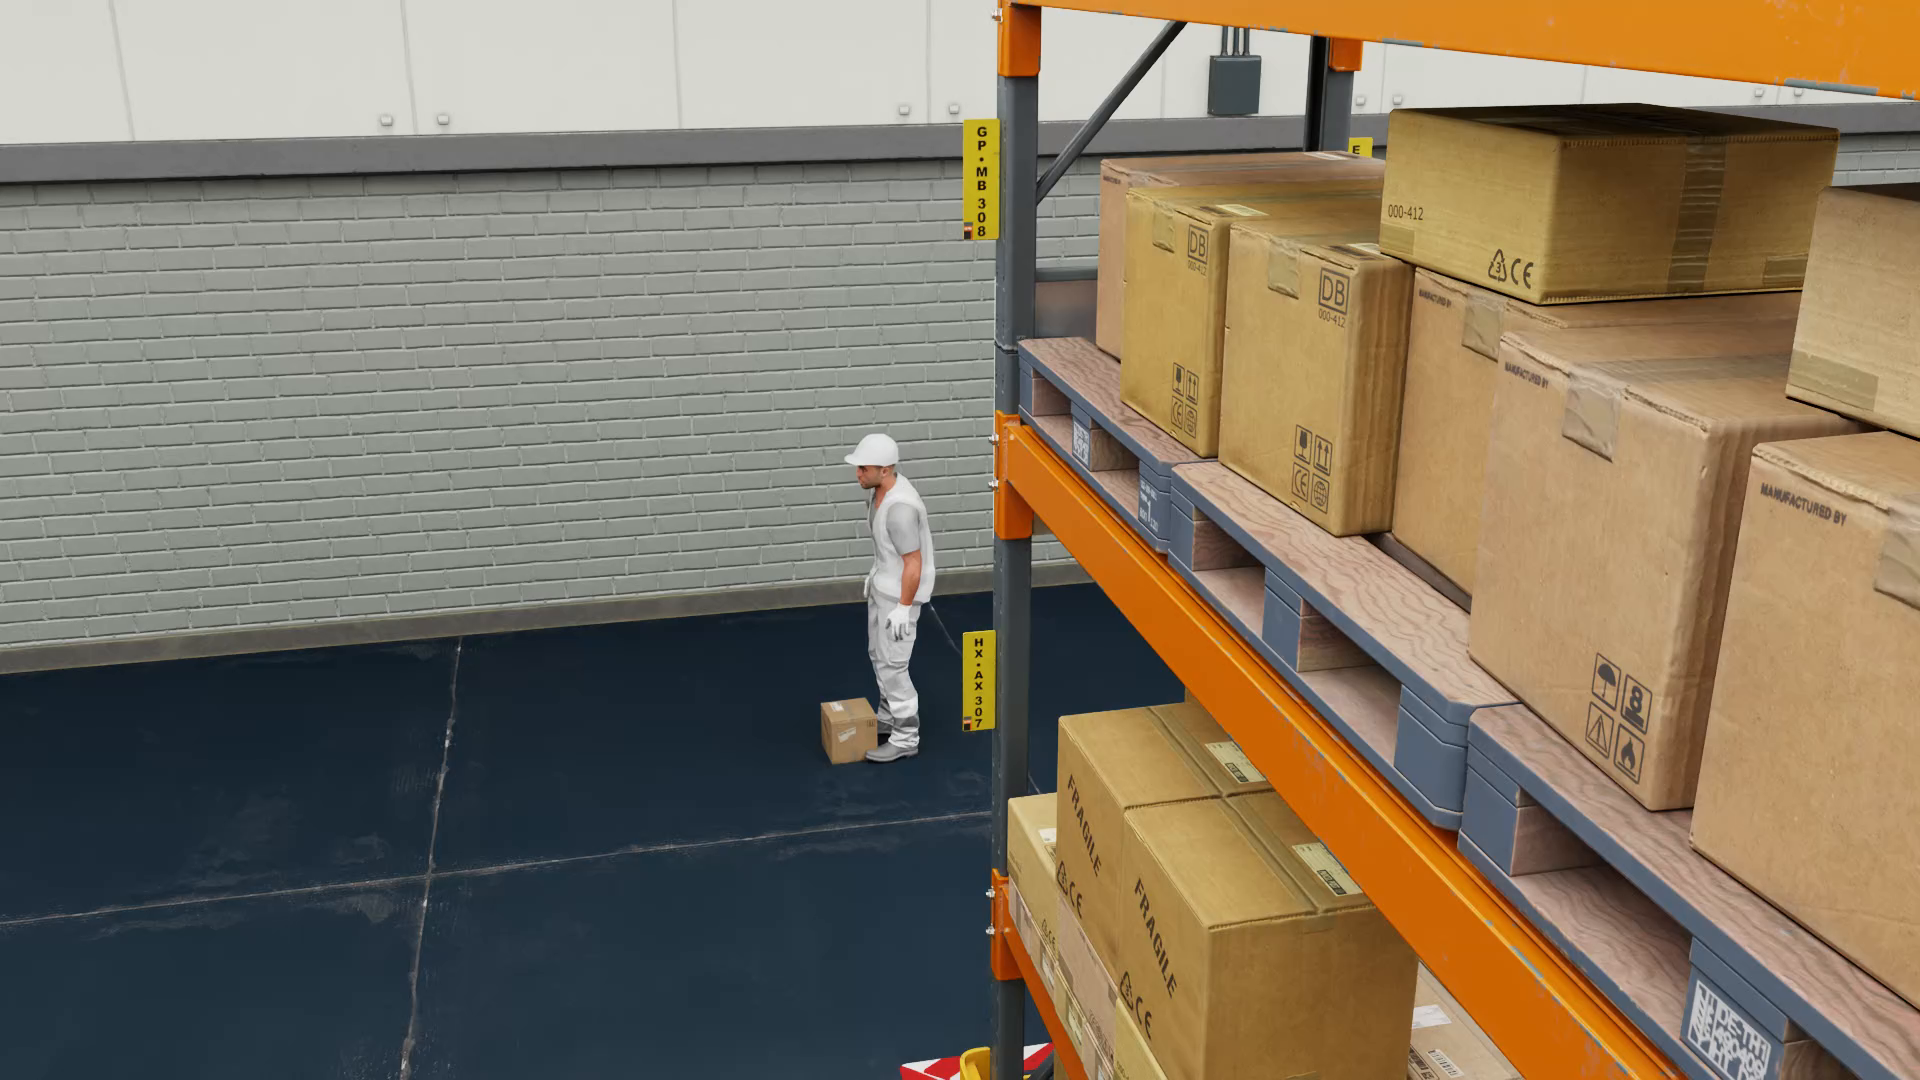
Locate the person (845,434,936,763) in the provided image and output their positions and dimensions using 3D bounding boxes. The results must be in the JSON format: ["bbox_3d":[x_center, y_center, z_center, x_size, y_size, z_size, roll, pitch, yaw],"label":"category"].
[{"bbox_3d":[-0.373,0.290,8.727,0.453,1.777,0.609,-6,20,-15],"label":"person"}]
